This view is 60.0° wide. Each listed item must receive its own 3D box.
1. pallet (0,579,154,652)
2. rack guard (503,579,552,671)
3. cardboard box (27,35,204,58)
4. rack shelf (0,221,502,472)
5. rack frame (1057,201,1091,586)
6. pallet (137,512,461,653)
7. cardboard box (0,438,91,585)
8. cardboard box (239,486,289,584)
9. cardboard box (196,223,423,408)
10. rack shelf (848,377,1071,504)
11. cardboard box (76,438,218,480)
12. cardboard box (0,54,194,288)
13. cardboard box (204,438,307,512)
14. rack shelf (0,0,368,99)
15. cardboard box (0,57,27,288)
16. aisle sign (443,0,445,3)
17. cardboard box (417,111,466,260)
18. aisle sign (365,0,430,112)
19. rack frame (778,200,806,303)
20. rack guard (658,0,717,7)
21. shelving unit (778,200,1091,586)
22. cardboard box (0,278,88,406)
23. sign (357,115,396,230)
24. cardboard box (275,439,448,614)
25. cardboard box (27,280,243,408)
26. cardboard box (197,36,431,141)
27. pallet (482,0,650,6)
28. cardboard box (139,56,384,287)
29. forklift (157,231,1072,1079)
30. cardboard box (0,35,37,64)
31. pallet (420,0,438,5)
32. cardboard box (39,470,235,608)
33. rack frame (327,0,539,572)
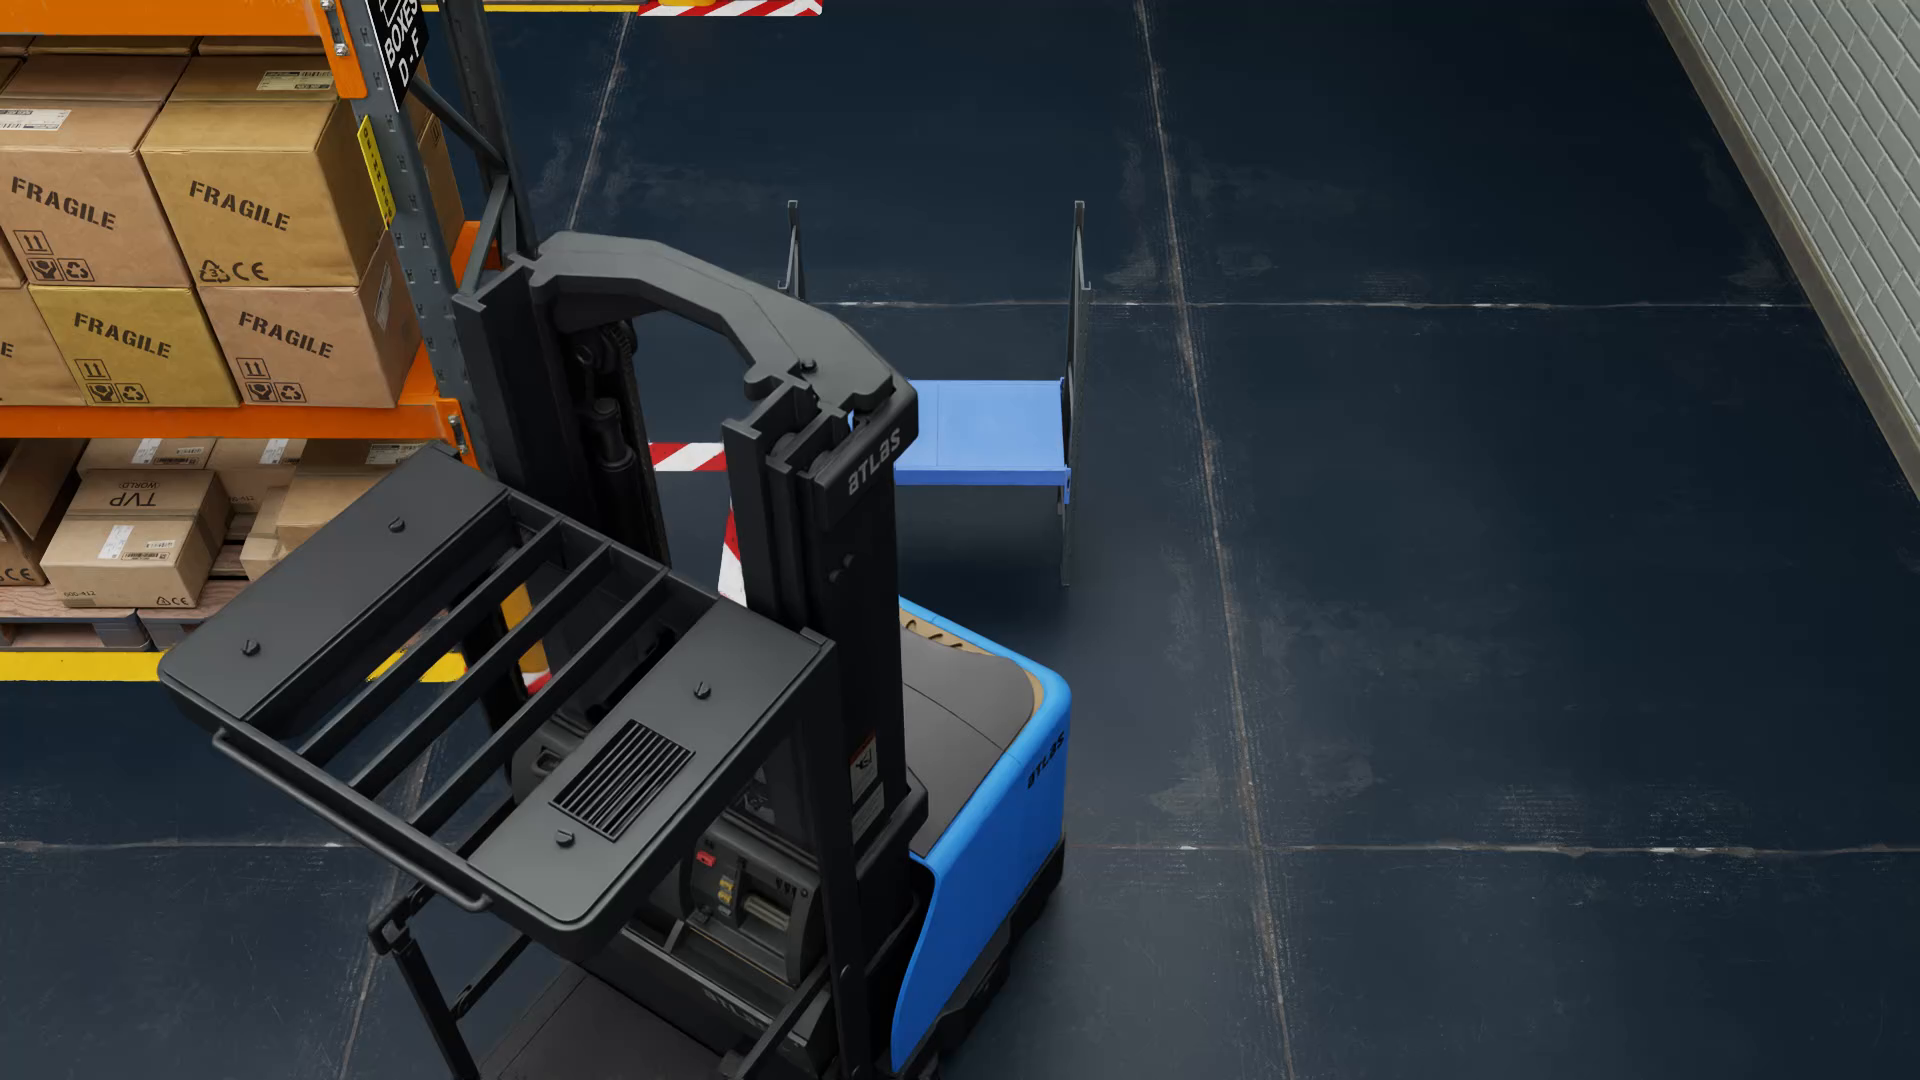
[{"bbox_3d":[-3.732,-0.007,6.693,1.213,0.211,1.003,0,47,0],"label":"pallet"},{"bbox_3d":[-1.717,-0.099,6.581,0.348,0.500,1.175,0,47,0],"label":"rack guard"},{"bbox_3d":[-2.607,-1.515,5.440,0.500,0.500,0.500,1,47,1],"label":"cardboard box"},{"bbox_3d":[-3.641,-0.710,5.934,4.000,0.370,1.077,0,47,0],"label":"rack shelf"},{"bbox_3d":[0.423,-0.510,6.281,0.032,1.500,0.500,0,47,0],"label":"rack frame"},{"bbox_3d":[-2.515,-0.002,6.688,1.213,0.211,1.003,0,47,0],"label":"pallet"},{"bbox_3d":[-3.763,-0.259,6.427,0.637,0.503,0.797,0,47,0],"label":"cardboard box"},{"bbox_3d":[-2.591,-0.023,6.438,0.250,0.166,0.380,0,47,0],"label":"cardboard box"},{"bbox_3d":[-2.090,-0.786,5.445,0.500,0.500,0.500,1,47,1],"label":"cardboard box"},{"bbox_3d":[-0.085,-0.389,6.414,1.000,0.185,0.538,0,47,0],"label":"rack shelf"},{"bbox_3d":[-3.184,-0.375,6.708,0.500,0.250,0.500,0,47,0],"label":"cardboard box"},{"bbox_3d":[-2.593,-1.125,5.078,0.500,0.500,0.500,1,47,1],"label":"cardboard box"},{"bbox_3d":[-2.684,-0.374,6.707,0.500,0.250,0.500,0,47,0],"label":"cardboard box"},{"bbox_3d":[-3.641,-1.732,4.836,4.000,0.370,1.077,0,47,0],"label":"rack shelf"},{"bbox_3d":[-3.111,-1.123,5.076,0.500,0.500,0.500,1,47,1],"label":"cardboard box"},{"bbox_3d":[-1.572,-2.051,4.914,0.004,0.787,0.394,0,47,0],"label":"aisle sign"},{"bbox_3d":[-2.084,-1.178,5.810,0.500,0.500,0.500,1,47,1],"label":"cardboard box"},{"bbox_3d":[-1.574,-1.611,4.505,0.004,0.787,0.394,0,47,0],"label":"aisle sign"},{"bbox_3d":[-0.594,-0.513,6.283,0.032,1.500,0.500,0,47,0],"label":"rack frame"},{"bbox_3d":[-1.603,-3.724,9.956,0.348,0.500,1.175,0,47,0],"label":"rack guard"},{"bbox_3d":[-0.085,-0.511,6.282,1.048,1.500,0.538,0,47,0],"label":"shelving unit"},{"bbox_3d":[-3.108,-0.790,5.449,0.500,0.500,0.500,0,47,0],"label":"cardboard box"},{"bbox_3d":[-1.664,-1.046,4.748,0.005,0.325,0.100,0,47,0],"label":"sign"},{"bbox_3d":[-2.186,-0.069,6.253,0.500,0.500,0.500,0,47,0],"label":"cardboard box"},{"bbox_3d":[-2.609,-0.785,5.444,0.500,0.500,0.500,1,47,0],"label":"cardboard box"},{"bbox_3d":[-2.084,-1.519,5.444,0.500,0.500,0.500,1,47,1],"label":"cardboard box"},{"bbox_3d":[-2.427,-3.571,10.010,1.213,0.211,1.003,0,47,0],"label":"pallet"},{"bbox_3d":[-2.088,-1.125,5.077,0.500,0.500,0.500,0,47,0],"label":"cardboard box"},{"bbox_3d":[-0.863,0.876,4.013,1.130,2.935,3.031,25,52,21],"label":"forklift"},{"bbox_3d":[-3.107,-1.520,5.445,0.500,0.500,0.500,1,47,1],"label":"cardboard box"},{"bbox_3d":[-3.643,-3.576,10.015,1.213,0.211,1.003,0,47,0],"label":"pallet"},{"bbox_3d":[-3.136,-0.009,6.368,0.500,0.250,0.500,0,47,0],"label":"cardboard box"},{"bbox_3d":[-1.641,-0.950,5.666,0.127,3.000,1.000,0,47,0],"label":"rack frame"}]
